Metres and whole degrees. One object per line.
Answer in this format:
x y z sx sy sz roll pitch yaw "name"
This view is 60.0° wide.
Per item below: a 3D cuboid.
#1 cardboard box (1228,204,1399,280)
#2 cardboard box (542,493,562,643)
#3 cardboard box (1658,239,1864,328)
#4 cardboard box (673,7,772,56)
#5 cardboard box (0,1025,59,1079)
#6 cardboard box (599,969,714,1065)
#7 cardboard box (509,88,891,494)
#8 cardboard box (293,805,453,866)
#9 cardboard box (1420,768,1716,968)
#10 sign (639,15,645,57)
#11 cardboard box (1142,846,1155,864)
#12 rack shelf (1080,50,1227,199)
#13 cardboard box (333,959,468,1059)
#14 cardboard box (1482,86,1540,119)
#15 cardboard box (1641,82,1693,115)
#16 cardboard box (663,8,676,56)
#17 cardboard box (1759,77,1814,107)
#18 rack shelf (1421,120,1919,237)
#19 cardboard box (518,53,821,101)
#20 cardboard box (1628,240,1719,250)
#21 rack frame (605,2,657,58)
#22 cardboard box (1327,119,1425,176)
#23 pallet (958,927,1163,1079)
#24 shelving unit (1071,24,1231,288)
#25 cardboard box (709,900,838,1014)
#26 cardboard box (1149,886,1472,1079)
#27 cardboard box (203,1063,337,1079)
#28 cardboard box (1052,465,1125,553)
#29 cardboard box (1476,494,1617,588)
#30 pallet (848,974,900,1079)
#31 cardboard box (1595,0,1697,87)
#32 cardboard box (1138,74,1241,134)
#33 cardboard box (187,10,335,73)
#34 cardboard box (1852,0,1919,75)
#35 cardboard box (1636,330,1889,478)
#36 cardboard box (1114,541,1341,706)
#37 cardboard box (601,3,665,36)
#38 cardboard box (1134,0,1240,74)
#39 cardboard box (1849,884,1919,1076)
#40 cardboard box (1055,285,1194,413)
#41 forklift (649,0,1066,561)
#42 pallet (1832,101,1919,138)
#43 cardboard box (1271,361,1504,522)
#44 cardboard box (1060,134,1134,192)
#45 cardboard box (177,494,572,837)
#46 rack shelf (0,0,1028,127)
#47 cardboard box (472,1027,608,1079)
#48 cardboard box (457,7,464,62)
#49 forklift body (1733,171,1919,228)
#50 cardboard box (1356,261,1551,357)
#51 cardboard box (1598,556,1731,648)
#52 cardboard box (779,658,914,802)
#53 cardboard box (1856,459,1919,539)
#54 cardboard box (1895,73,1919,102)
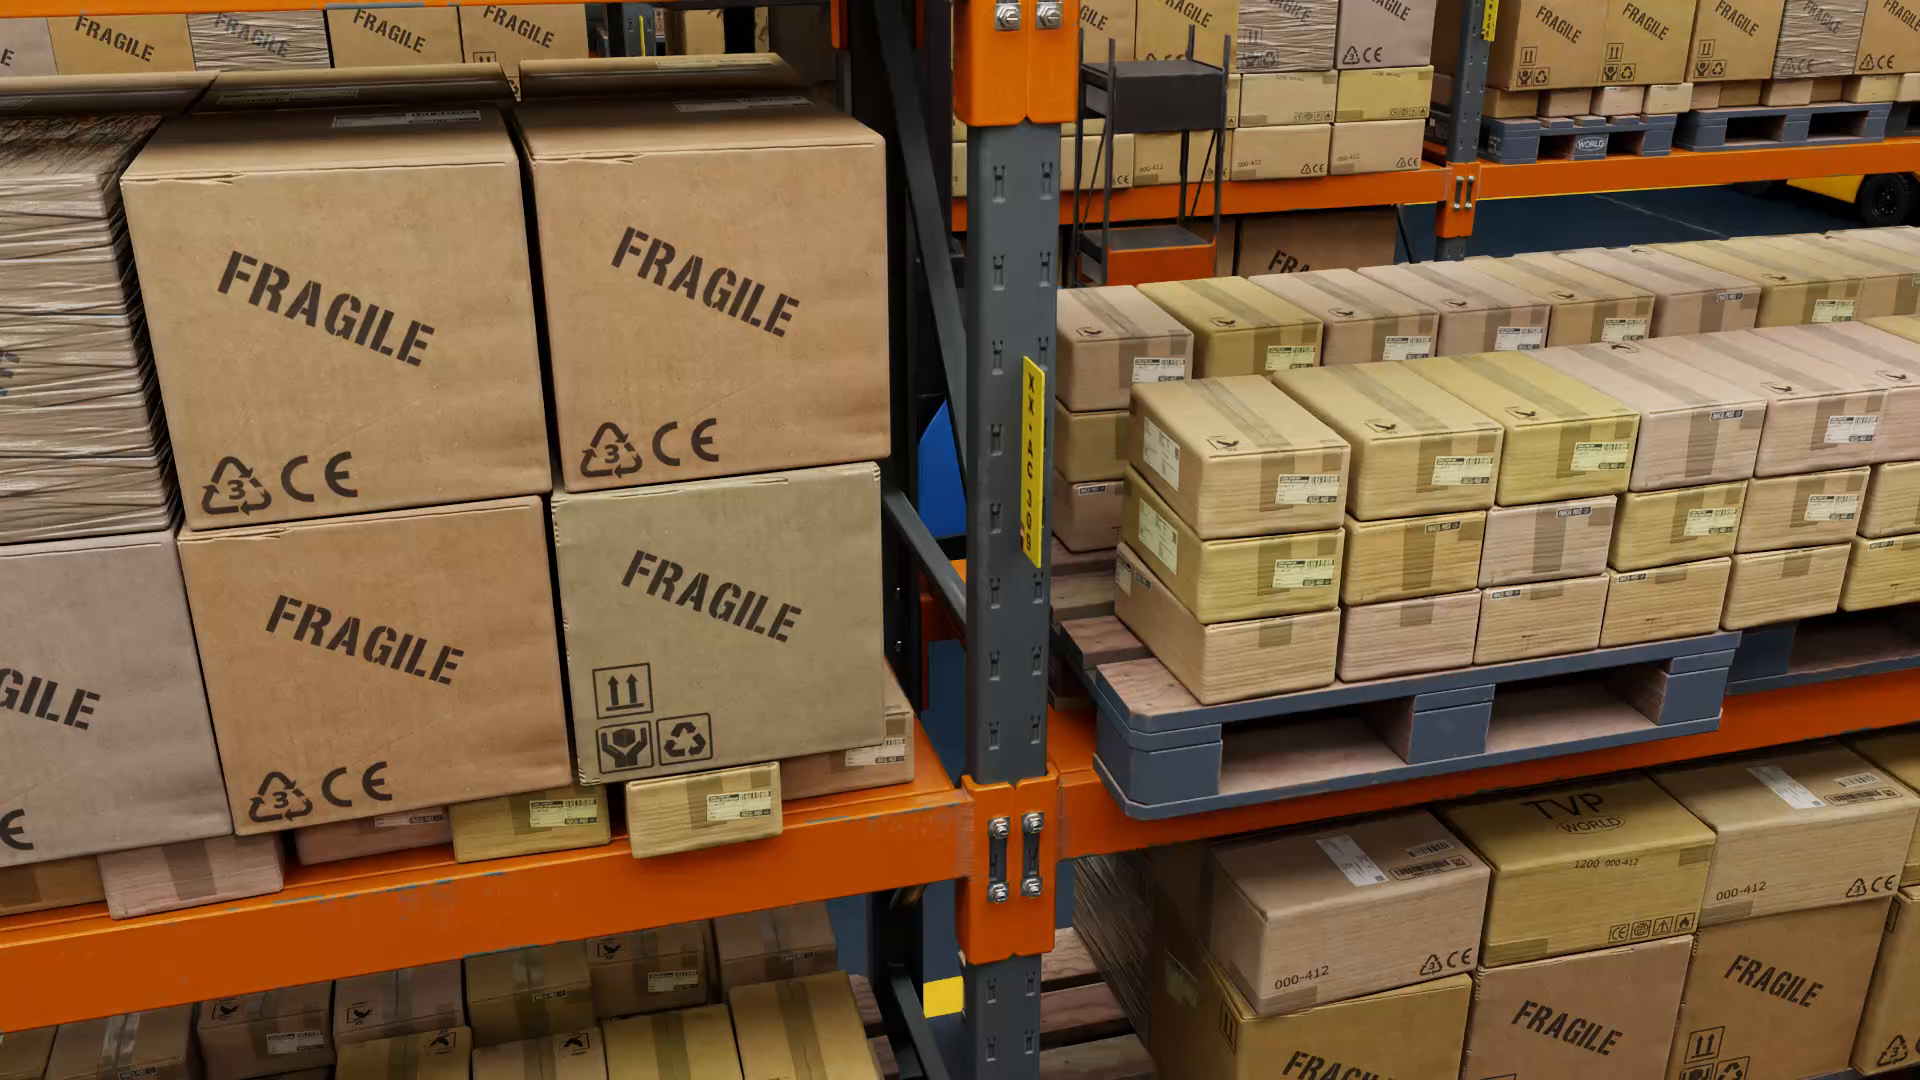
1.689 -1.399 8.868 0.875 0.875 0.875 -7 24 -15 "cardboard box"
-0.586 -0.155 3.303 0.500 0.500 0.500 -7 24 -15 "cardboard box"
1.807 -0.565 3.795 0.250 0.149 0.380 -7 24 -15 "cardboard box"
-0.974 -2.241 7.275 0.500 0.500 0.500 -6 24 -14 "cardboard box"
-1.940 1.029 3.376 0.250 0.149 0.380 -6 24 -14 "cardboard box"
-0.696 1.029 3.753 0.250 0.149 0.380 -6 24 -14 "cardboard box"
-0.420 -0.419 2.650 0.500 0.500 0.500 -7 24 -16 "cardboard box"
-1.011 0.381 2.876 0.250 0.149 0.380 -7 24 -16 "cardboard box"
1.254 0.645 3.628 0.500 0.250 0.500 -6 24 -13 "cardboard box"
-1.324 -2.022 6.960 0.005 0.325 0.100 -6 24 -14 "sign"
0.608 0.506 3.953 0.500 0.250 0.500 -7 24 -16 "cardboard box"
0.780 -1.716 6.846 0.480 0.518 0.431 -6 24 -14 "rack shelf"
-1.185 0.961 3.534 0.250 0.149 0.380 -7 24 -16 "cardboard box"
2.739 -2.266 8.512 0.250 0.149 0.380 -8 24 -17 "cardboard box"
3.567 -2.316 8.630 0.250 0.149 0.380 -6 24 -14 "cardboard box"
-1.113 -2.446 7.753 0.500 0.500 0.500 -6 24 -13 "cardboard box"
4.308 -2.419 8.871 0.250 0.149 0.380 -6 24 -13 "cardboard box"
4.302 -2.107 9.268 4.000 0.370 1.077 -6 24 -14 "rack shelf"
-0.541 -0.616 3.110 0.500 0.500 0.500 -6 24 -13 "cardboard box"
4.363 -1.426 9.570 0.625 0.372 0.950 -6 24 -13 "cardboard box"
-1.475 -1.798 7.637 0.127 3.000 1.000 -6 24 -14 "rack frame"
1.959 -2.003 8.304 0.500 0.250 0.500 -7 24 -16 "cardboard box"
0.708 1.268 4.026 1.213 0.211 1.003 -6 24 -14 "pallet"
0.780 -1.086 7.117 0.503 2.100 0.431 -6 24 -14 "shelving unit"
-0.428 0.872 3.742 0.250 0.149 0.380 -5 24 -12 "cardboard box"
0.742 1.048 3.641 0.500 0.500 0.500 -5 24 -12 "cardboard box"
-1.452 1.117 3.549 0.250 0.149 0.380 -5 24 -12 "cardboard box"
0.288 -0.125 3.522 0.250 0.149 0.380 -7 24 -16 "cardboard box"
0.960 -0.067 3.011 0.250 0.149 0.380 -6 24 -13 "cardboard box"
-0.678 1.437 3.634 1.213 0.211 1.003 -6 24 -14 "pallet"
3.372 -2.618 8.511 0.500 0.500 0.500 -5 24 -12 "cardboard box"
0.998 -2.119 7.940 0.500 0.250 0.500 -7 24 -16 "cardboard box"
-2.833 -2.040 6.805 0.500 0.500 0.500 -6 24 -14 "cardboard box"
4.869 -2.784 8.897 0.500 0.500 0.500 -5 24 -13 "cardboard box"
1.464 -0.259 3.082 0.250 0.149 0.380 -7 24 -15 "cardboard box"
0.463 0.126 2.939 0.250 0.149 0.380 -7 24 -17 "cardboard box"
-2.293 -3.888 11.847 0.500 0.500 0.700 -6 24 -13 "cardboard box"
0.977 -2.467 7.801 0.500 0.500 0.500 -6 24 -14 "cardboard box"
2.242 0.886 4.019 0.500 0.500 0.500 -7 24 -17 "cardboard box"
0.293 -0.397 3.404 0.250 0.149 0.380 -5 24 -12 "cardboard box"
-0.842 -1.141 6.191 3.031 2.935 1.130 -12 26 -25 "forklift"
5.452 -2.536 9.599 1.213 0.211 1.003 -6 24 -14 "pallet"
0.730 -0.180 2.897 0.250 0.149 0.380 -6 24 -13 "cardboard box"
0.499 -1.830 7.901 0.500 0.250 0.500 -7 24 -15 "cardboard box"
-0.931 0.101 2.705 0.500 0.500 0.500 -7 24 -16 "cardboard box"
-1.966 -0.764 2.336 4.000 0.370 1.077 -6 24 -14 "rack shelf"
-0.786 1.122 3.159 0.250 0.149 0.380 -7 24 -15 "cardboard box"
-2.487 -2.293 7.396 0.500 0.500 0.500 -7 24 -15 "cardboard box"
7.401 -3.676 13.089 1.214 2.155 2.313 -6 24 -14 "forklift body"
1.053 -0.481 3.599 0.250 0.149 0.380 -6 24 -15 "cardboard box"
1.212 0.042 3.133 0.250 0.149 0.380 -6 24 -14 "cardboard box"
-0.253 0.305 3.053 0.250 0.149 0.380 -7 24 -15 "cardboard box"
1.725 -0.153 3.211 0.250 0.149 0.380 -7 24 -15 "cardboard box"
5.065 -2.477 9.005 0.250 0.149 0.380 -6 24 -14 "cardboard box"
